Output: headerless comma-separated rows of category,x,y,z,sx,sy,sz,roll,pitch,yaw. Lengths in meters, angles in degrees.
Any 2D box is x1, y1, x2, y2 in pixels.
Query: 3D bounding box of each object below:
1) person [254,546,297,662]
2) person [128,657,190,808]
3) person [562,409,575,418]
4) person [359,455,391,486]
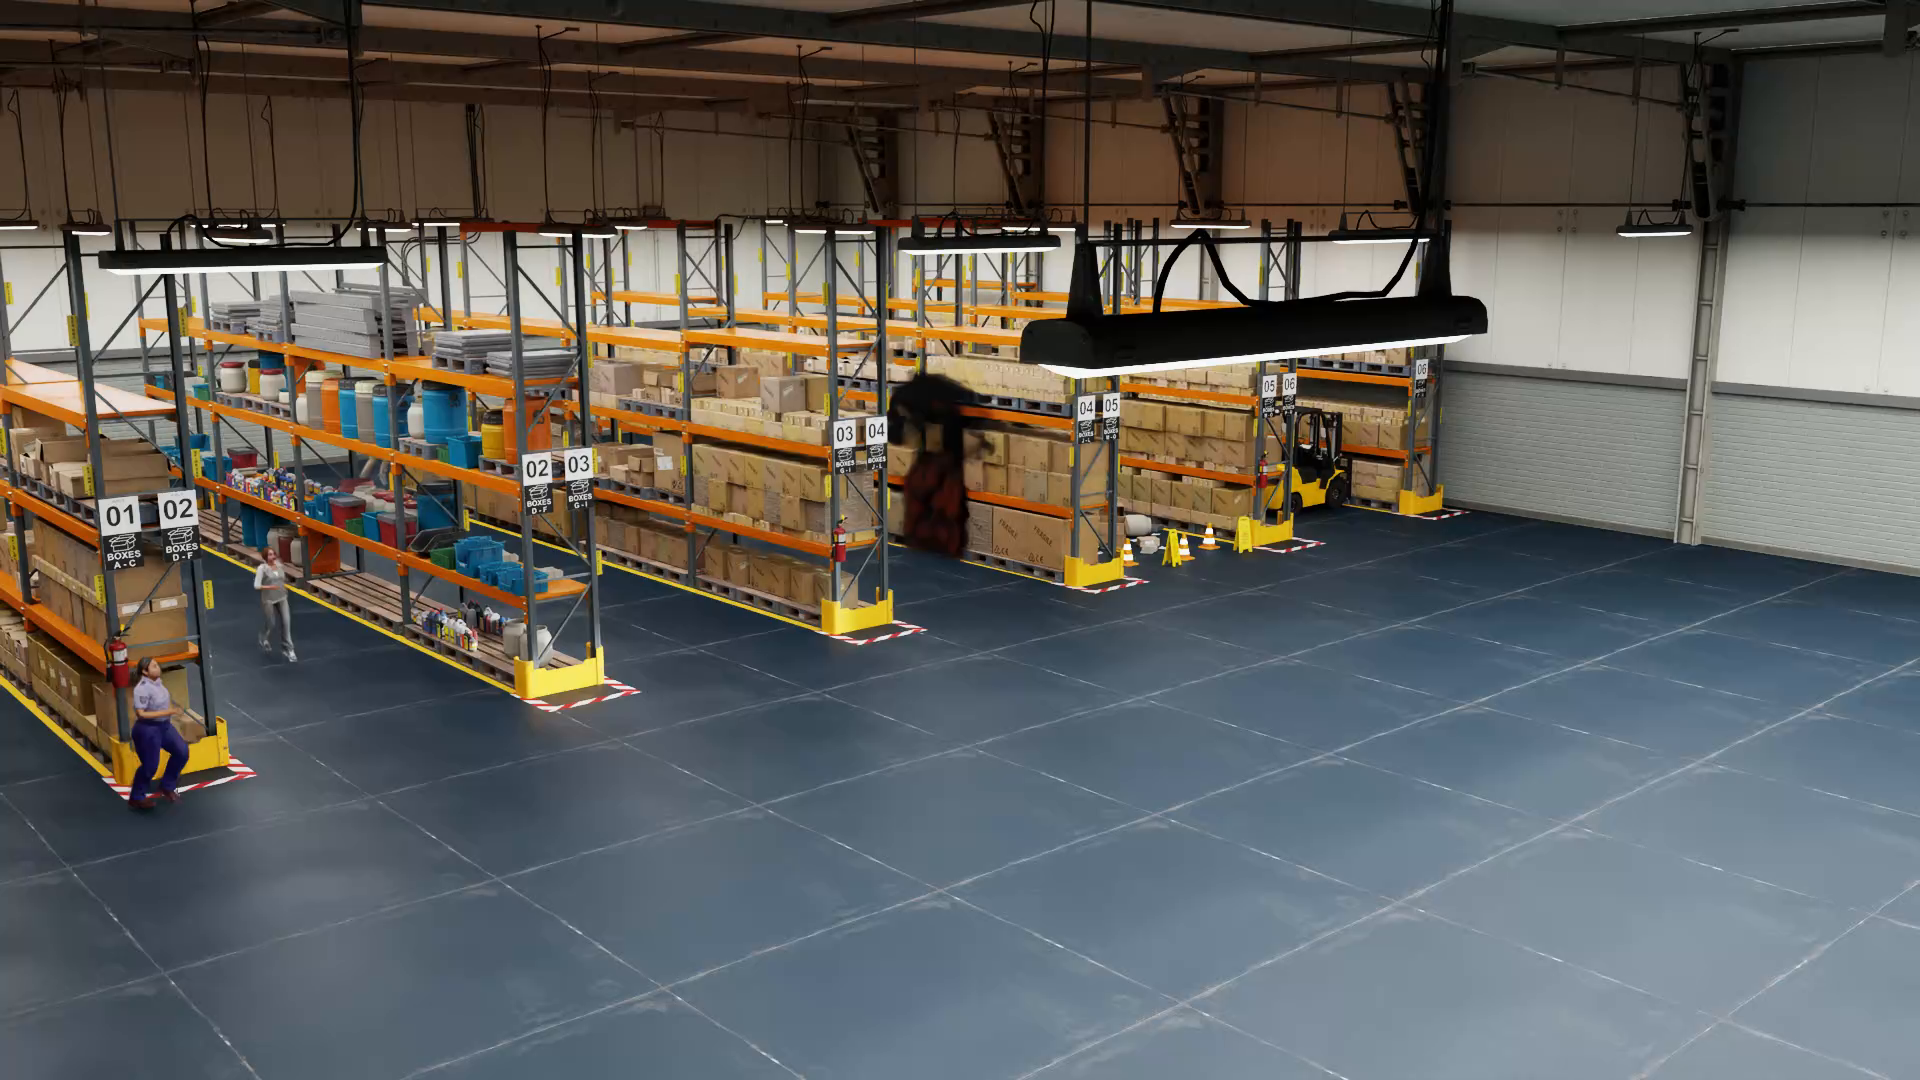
person,-9.686,0.878,23.436,0.846,1.618,0.532,10,15,41
person,-8.515,2.056,17.608,0.634,1.686,0.597,0,11,-2
person,-9.077,-2.249,38.443,0.704,1.802,1.047,-7,14,-32
person,-13.344,-2.096,38.032,0.951,1.719,0.649,0,11,2
